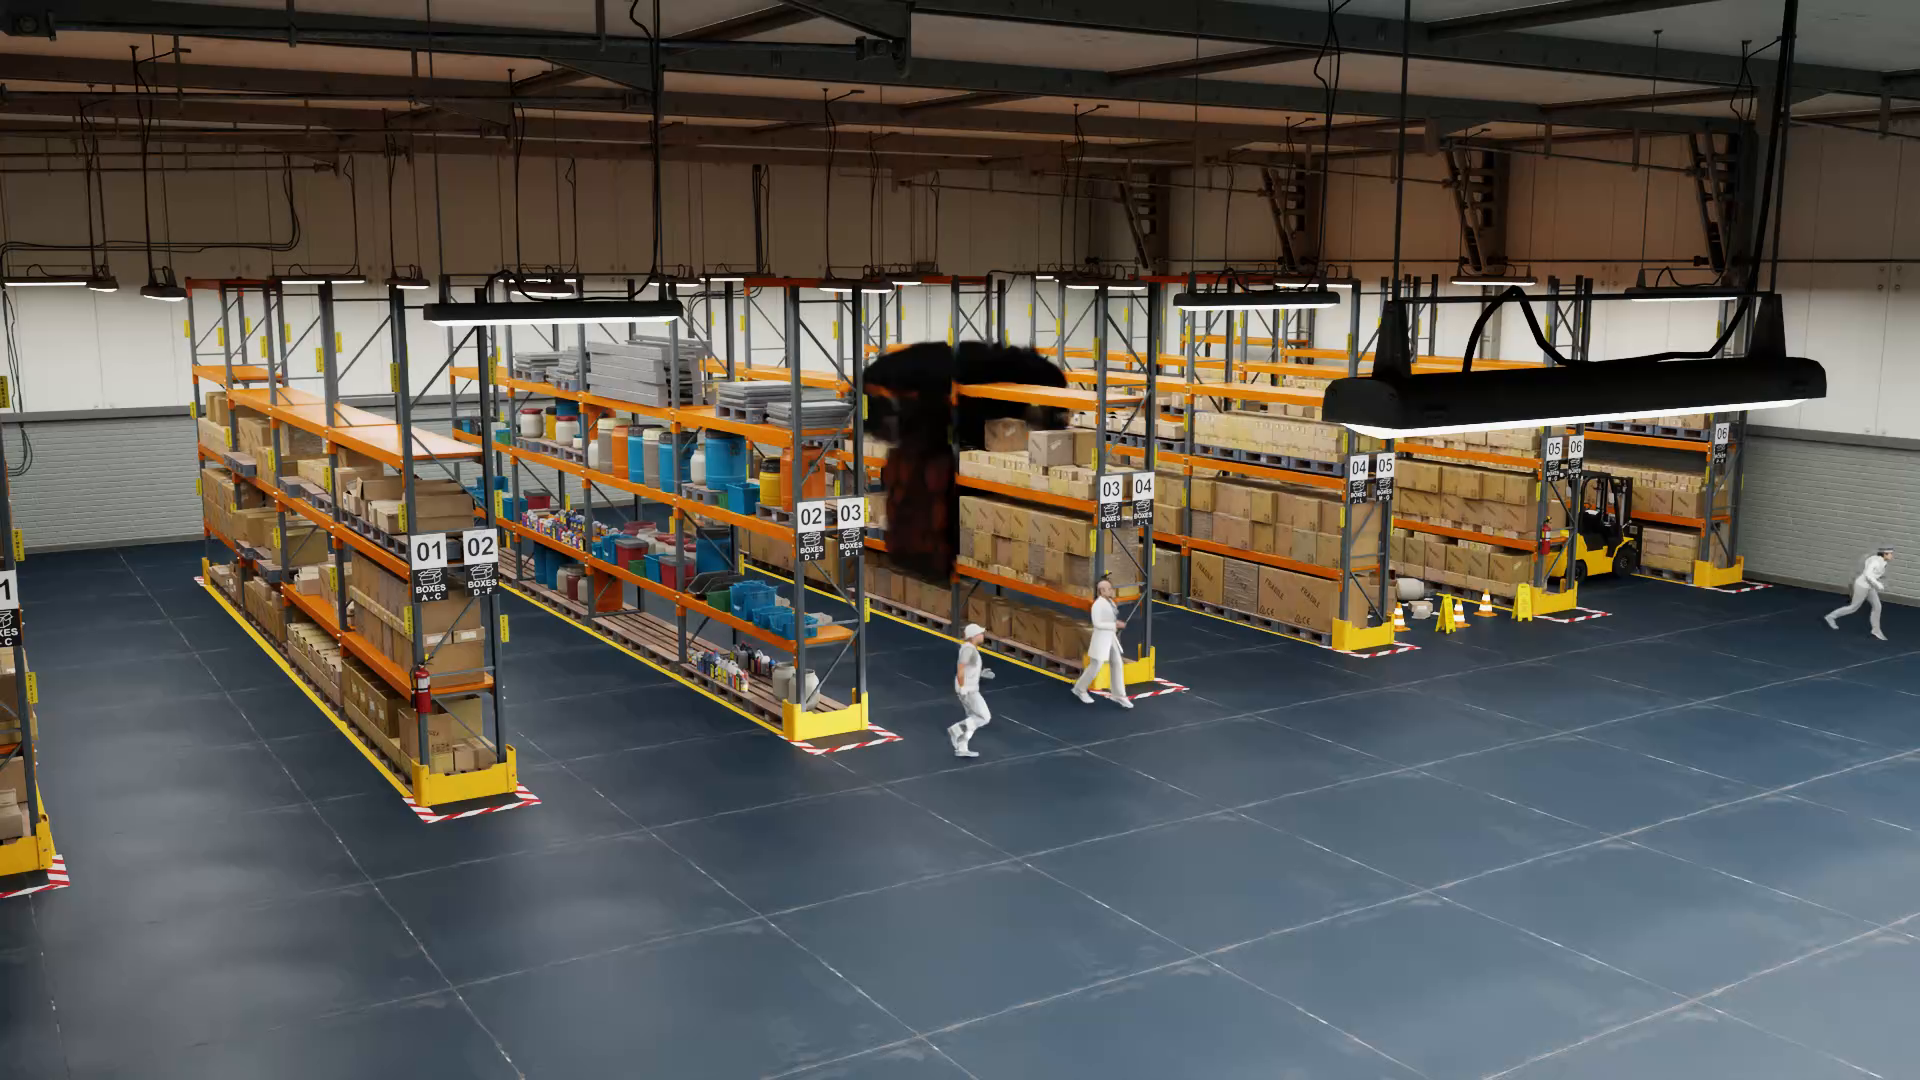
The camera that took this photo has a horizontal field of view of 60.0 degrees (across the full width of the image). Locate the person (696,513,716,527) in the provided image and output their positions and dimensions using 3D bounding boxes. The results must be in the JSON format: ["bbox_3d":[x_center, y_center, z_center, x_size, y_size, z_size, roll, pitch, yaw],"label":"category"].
[{"bbox_3d":[-5.184,-0.141,34.148,0.554,1.594,0.691,-6,11,-32],"label":"person"}]

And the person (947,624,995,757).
[{"bbox_3d":[0.169,1.932,21.336,0.586,1.732,0.660,-1,10,-5],"label":"person"}]

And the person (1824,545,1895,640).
[{"bbox_3d":[15.284,0.856,28.260,0.978,1.627,0.654,6,11,32],"label":"person"}]

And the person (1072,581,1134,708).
[{"bbox_3d":[2.055,1.474,23.764,0.920,1.810,0.708,5,11,30],"label":"person"}]
